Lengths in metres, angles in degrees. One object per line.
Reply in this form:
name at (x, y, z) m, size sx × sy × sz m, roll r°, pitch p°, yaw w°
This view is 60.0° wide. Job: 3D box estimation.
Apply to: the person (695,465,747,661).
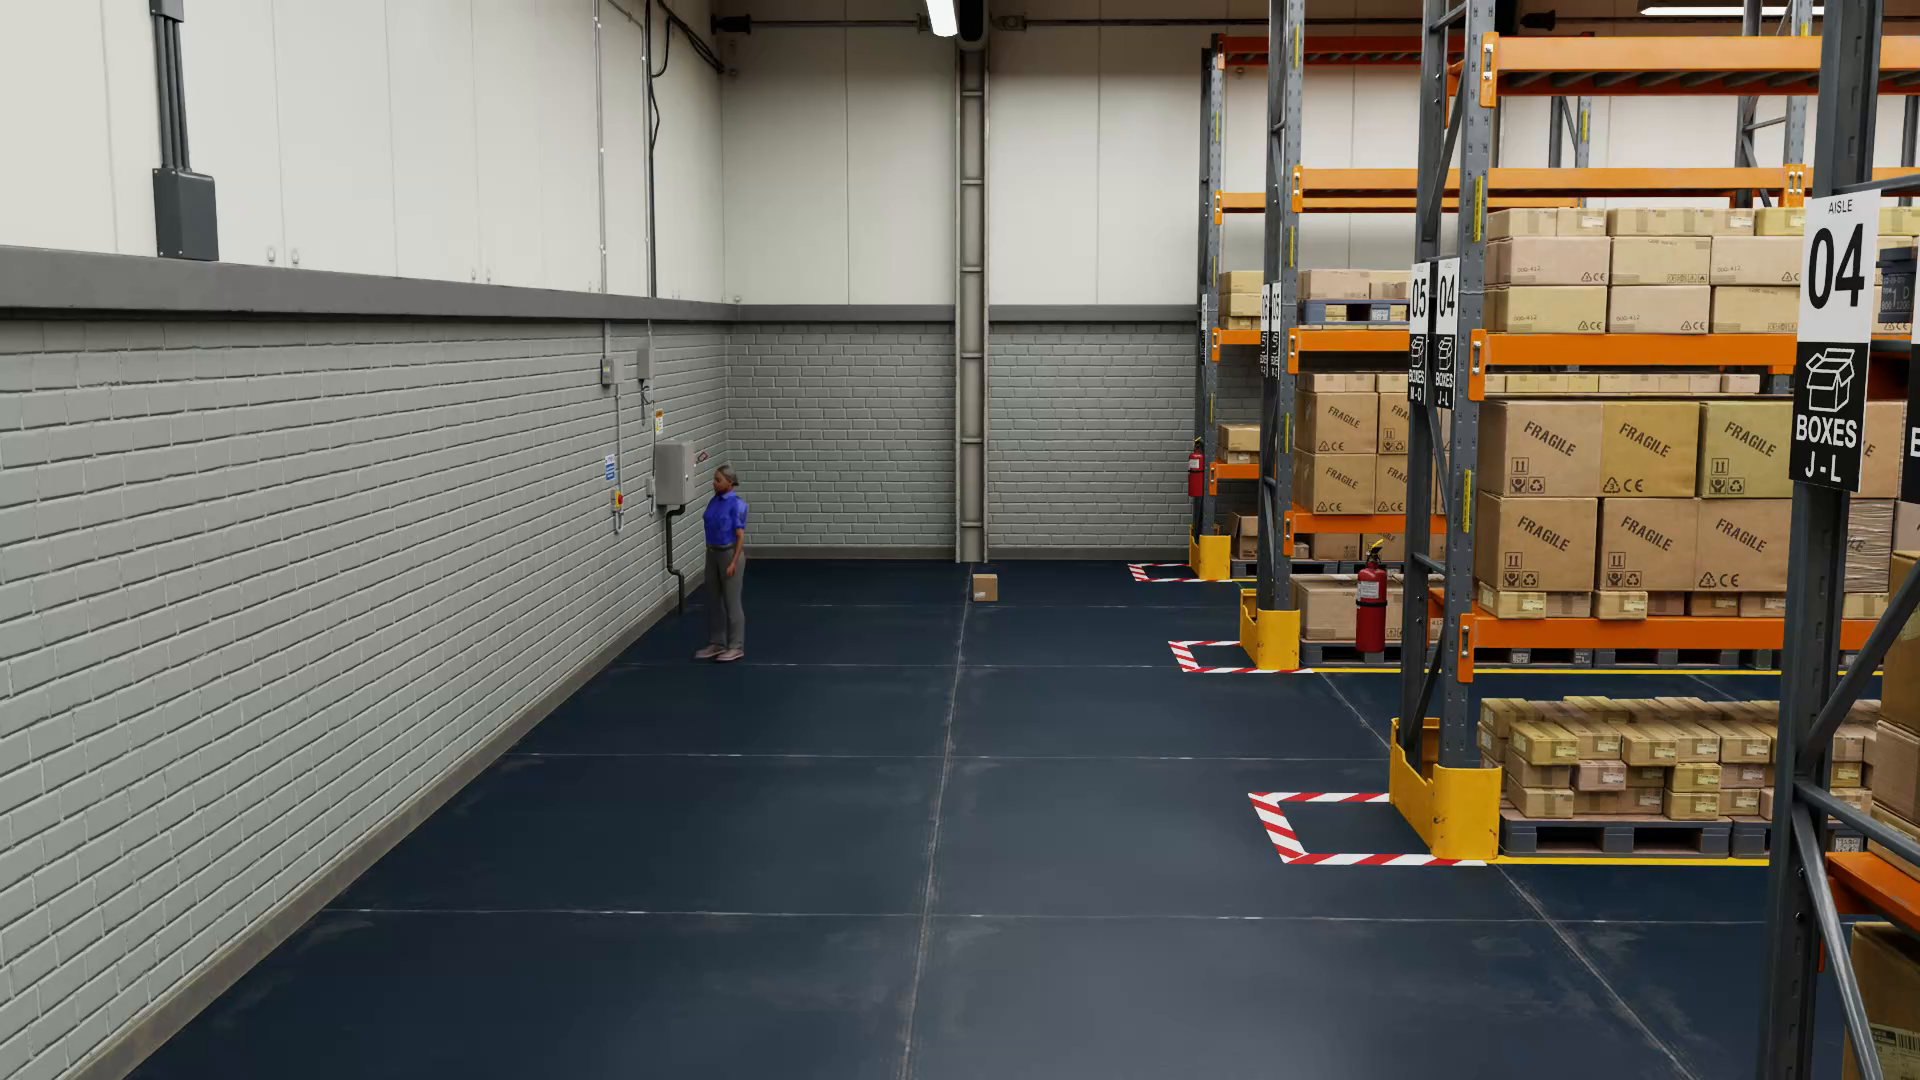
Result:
person at (-2.040, 0.192, 14.254) m, size 0.440 × 1.661 × 0.361 m, roll 6°, pitch 10°, yaw 41°
